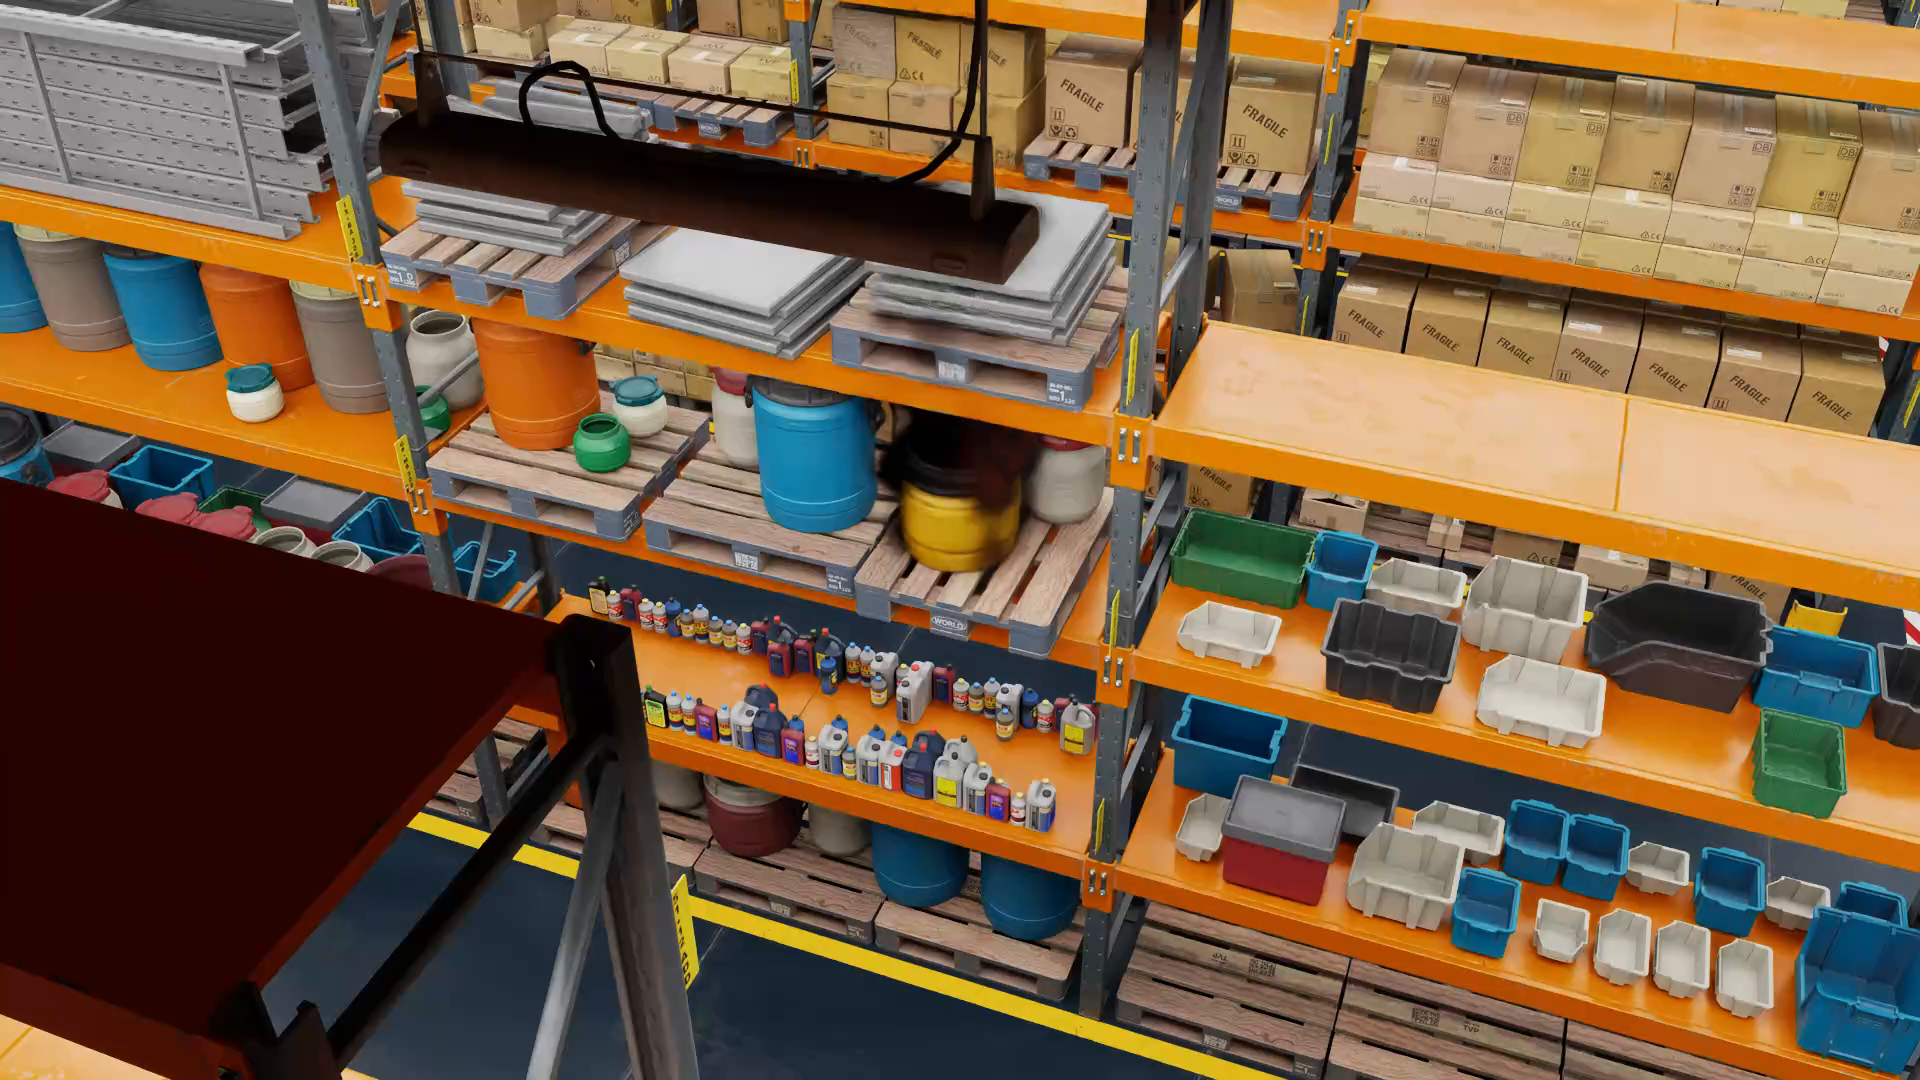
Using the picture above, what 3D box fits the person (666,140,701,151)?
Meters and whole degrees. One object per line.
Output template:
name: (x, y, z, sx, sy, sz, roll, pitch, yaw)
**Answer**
person: (-2.797, -3.607, 16.943, 0.551, 1.605, 0.614, 2, 37, 2)
